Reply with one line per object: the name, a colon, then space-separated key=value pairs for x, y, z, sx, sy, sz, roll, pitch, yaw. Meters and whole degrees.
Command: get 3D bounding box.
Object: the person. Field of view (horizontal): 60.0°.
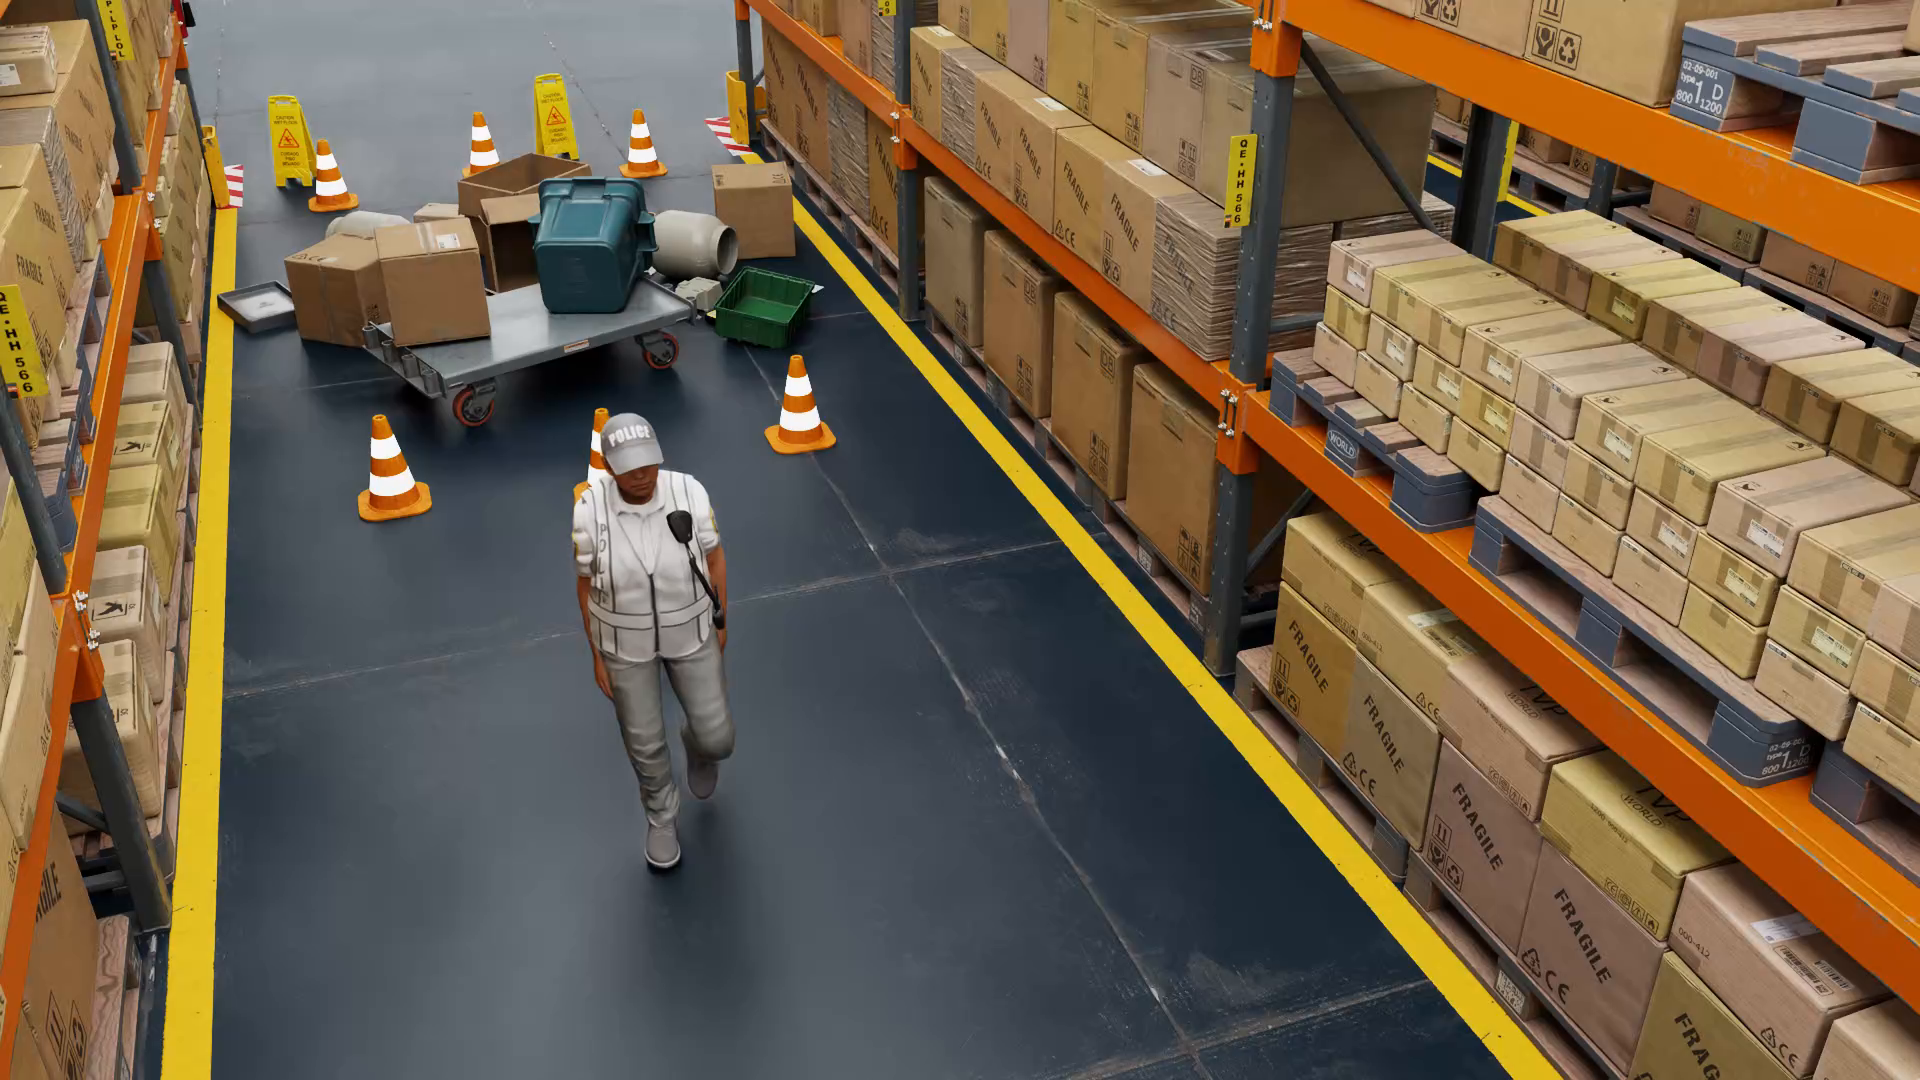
person: x=-1.011 y=0.299 z=5.564 sx=0.485 sy=1.651 sz=0.509 roll=-7 pitch=31 yaw=-12
